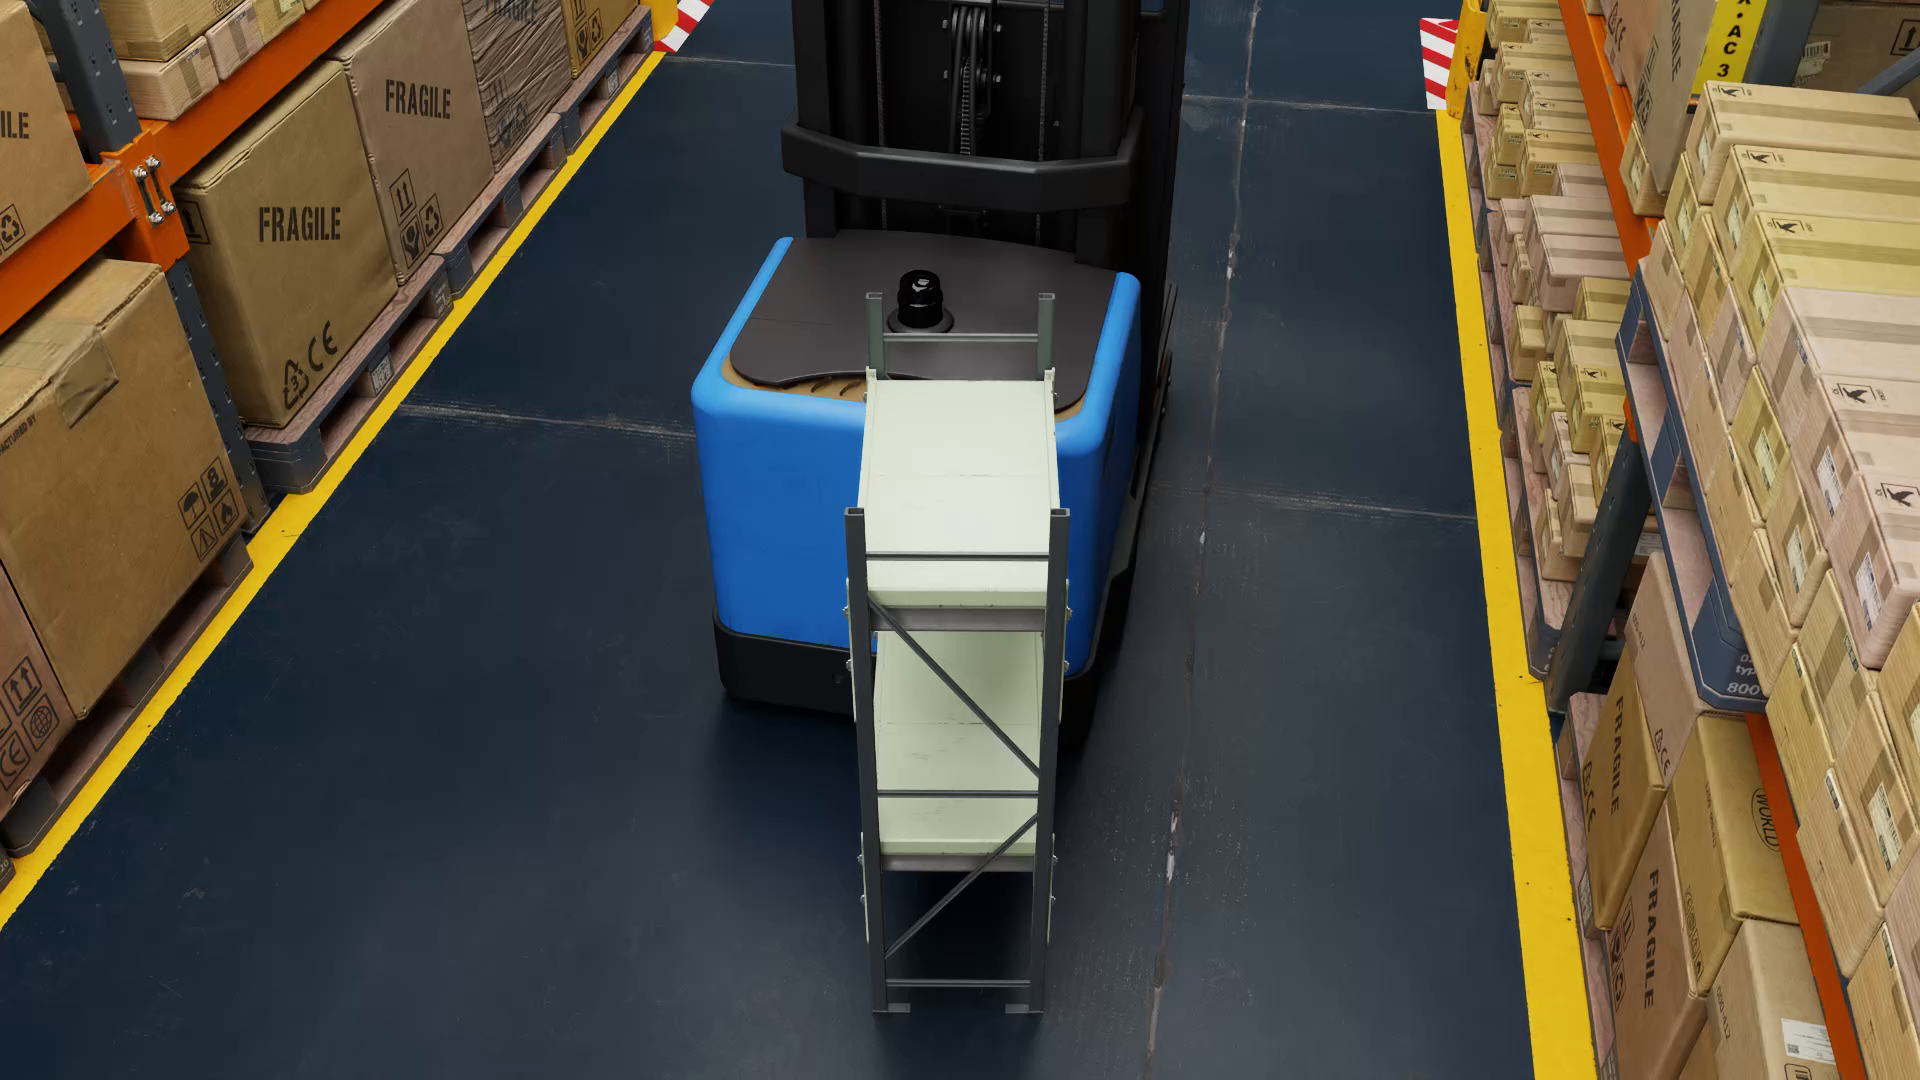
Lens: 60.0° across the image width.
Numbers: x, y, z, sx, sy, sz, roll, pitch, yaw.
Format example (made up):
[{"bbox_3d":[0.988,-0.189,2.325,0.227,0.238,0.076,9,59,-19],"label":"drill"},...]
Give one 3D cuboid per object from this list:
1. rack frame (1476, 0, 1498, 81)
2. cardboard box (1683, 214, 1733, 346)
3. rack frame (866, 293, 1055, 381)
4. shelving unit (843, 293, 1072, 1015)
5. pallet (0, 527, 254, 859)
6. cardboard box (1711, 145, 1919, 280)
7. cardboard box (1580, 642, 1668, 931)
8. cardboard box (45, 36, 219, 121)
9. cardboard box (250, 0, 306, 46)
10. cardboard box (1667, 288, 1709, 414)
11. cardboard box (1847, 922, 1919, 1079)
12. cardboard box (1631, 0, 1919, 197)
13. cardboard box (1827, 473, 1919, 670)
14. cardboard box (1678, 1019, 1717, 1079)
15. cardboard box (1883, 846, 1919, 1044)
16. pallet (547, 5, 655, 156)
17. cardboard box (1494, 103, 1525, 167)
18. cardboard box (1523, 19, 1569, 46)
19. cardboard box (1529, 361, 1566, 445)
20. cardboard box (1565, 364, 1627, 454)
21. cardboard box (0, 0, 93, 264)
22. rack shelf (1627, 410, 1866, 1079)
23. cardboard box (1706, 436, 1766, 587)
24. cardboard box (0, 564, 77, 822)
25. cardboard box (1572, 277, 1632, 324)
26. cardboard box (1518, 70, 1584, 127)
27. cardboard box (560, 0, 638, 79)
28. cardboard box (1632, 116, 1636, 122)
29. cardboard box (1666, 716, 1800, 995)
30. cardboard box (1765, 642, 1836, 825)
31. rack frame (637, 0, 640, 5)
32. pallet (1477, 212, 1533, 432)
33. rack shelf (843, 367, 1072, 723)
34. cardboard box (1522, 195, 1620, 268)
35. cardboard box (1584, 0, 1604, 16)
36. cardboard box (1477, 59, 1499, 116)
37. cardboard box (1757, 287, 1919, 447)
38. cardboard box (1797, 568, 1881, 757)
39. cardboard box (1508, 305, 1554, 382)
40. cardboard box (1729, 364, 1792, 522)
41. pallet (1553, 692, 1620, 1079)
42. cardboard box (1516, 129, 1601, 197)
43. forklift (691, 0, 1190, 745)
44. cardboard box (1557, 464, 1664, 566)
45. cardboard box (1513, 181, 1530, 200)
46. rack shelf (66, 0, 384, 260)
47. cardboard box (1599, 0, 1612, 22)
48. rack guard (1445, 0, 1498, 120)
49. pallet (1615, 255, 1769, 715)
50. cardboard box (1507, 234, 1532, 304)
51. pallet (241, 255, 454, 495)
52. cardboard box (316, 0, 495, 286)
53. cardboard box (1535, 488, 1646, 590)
[{"bbox_3d":[2.840,-3.162,6.720,1.000,3.000,0.127,6,40,8],"label":"rack frame"},{"bbox_3d":[1.584,-0.472,3.100,0.380,0.149,0.250,6,40,7],"label":"cardboard box"},{"bbox_3d":[0.001,0.061,3.999,0.400,1.500,0.023,0,40,0],"label":"rack frame"},{"bbox_3d":[-0.002,0.294,3.717,0.431,1.500,0.755,0,40,0],"label":"shelving unit"},{"bbox_3d":[-2.779,0.306,4.715,1.003,0.211,1.213,6,40,8],"label":"pallet"},{"bbox_3d":[1.585,-0.573,2.990,0.380,0.149,0.250,7,40,9],"label":"cardboard box"},{"bbox_3d":[1.759,0.585,3.821,0.500,0.500,0.500,8,40,9],"label":"cardboard box"},{"bbox_3d":[-2.341,-1.314,4.682,0.380,0.149,0.250,6,40,8],"label":"cardboard box"},{"bbox_3d":[-2.250,-1.644,5.082,0.380,0.149,0.250,8,40,9],"label":"cardboard box"},{"bbox_3d":[1.585,-0.345,3.181,0.380,0.149,0.250,7,40,8],"label":"cardboard box"},{"bbox_3d":[1.316,0.629,2.002,0.380,0.149,0.250,8,40,9],"label":"cardboard box"},{"bbox_3d":[1.954,-1.139,3.962,0.500,0.500,0.500,6,40,8],"label":"cardboard box"},{"bbox_3d":[1.404,0.062,2.221,0.380,0.149,0.250,8,40,9],"label":"cardboard box"},{"bbox_3d":[1.592,1.247,3.020,0.500,0.500,0.500,7,40,8],"label":"cardboard box"},{"bbox_3d":[1.314,0.509,1.914,0.380,0.149,0.250,7,40,9],"label":"cardboard box"},{"bbox_3d":[-2.088,-2.187,7.729,1.003,0.211,1.213,6,40,8],"label":"pallet"},{"bbox_3d":[2.288,-1.561,6.458,0.380,0.149,0.250,8,40,9],"label":"cardboard box"},{"bbox_3d":[2.486,-1.976,6.727,0.380,0.149,0.250,7,40,8],"label":"cardboard box"},{"bbox_3d":[1.953,-0.403,5.058,0.380,0.149,0.250,5,40,6],"label":"cardboard box"},{"bbox_3d":[1.959,-0.360,4.773,0.380,0.149,0.250,7,40,8],"label":"cardboard box"},{"bbox_3d":[-2.531,-0.977,3.999,0.500,0.500,0.500,7,40,8],"label":"cardboard box"},{"bbox_3d":[1.802,0.881,2.395,1.077,0.370,4.000,6,40,8],"label":"rack shelf"},{"bbox_3d":[1.493,-0.031,2.801,0.380,0.149,0.250,7,40,8],"label":"cardboard box"},{"bbox_3d":[-2.964,0.360,3.798,1.225,0.875,0.875,5,40,6],"label":"cardboard box"},{"bbox_3d":[2.116,-0.672,5.149,0.380,0.149,0.250,8,40,9],"label":"cardboard box"},{"bbox_3d":[2.355,-1.668,6.354,0.380,0.149,0.250,5,40,5],"label":"cardboard box"},{"bbox_3d":[-2.059,-2.704,7.505,0.875,0.875,0.875,6,40,8],"label":"cardboard box"},{"bbox_3d":[2.010,-1.094,4.417,0.380,0.149,0.250,8,40,9],"label":"cardboard box"},{"bbox_3d":[1.671,0.630,3.177,0.500,0.250,0.500,7,40,9],"label":"cardboard box"},{"bbox_3d":[1.406,0.300,2.400,0.380,0.149,0.250,6,40,7],"label":"cardboard box"},{"bbox_3d":[-2.027,-3.772,7.458,1.000,3.000,0.127,6,40,8],"label":"rack frame"},{"bbox_3d":[2.438,-0.770,6.015,1.003,0.211,1.213,6,40,8],"label":"pallet"},{"bbox_3d":[-0.002,-0.007,3.468,0.431,0.370,0.720,0,40,0],"label":"rack shelf"},{"bbox_3d":[2.107,-1.022,5.573,0.380,0.149,0.250,5,40,6],"label":"cardboard box"},{"bbox_3d":[2.167,-1.749,5.208,0.380,0.149,0.250,7,40,9],"label":"cardboard box"},{"bbox_3d":[2.435,-1.931,7.140,0.380,0.149,0.250,7,40,9],"label":"cardboard box"},{"bbox_3d":[1.492,-0.256,2.607,0.380,0.149,0.250,6,40,7],"label":"cardboard box"},{"bbox_3d":[1.405,0.190,2.301,0.380,0.149,0.250,6,40,7],"label":"cardboard box"},{"bbox_3d":[2.060,-0.648,5.587,0.380,0.149,0.250,6,40,8],"label":"cardboard box"},{"bbox_3d":[1.496,-0.146,2.707,0.380,0.149,0.250,5,40,6],"label":"cardboard box"},{"bbox_3d":[2.015,0.912,3.981,1.003,0.211,1.213,6,40,8],"label":"pallet"},{"bbox_3d":[2.207,-1.335,5.951,0.380,0.149,0.250,7,40,8],"label":"cardboard box"},{"bbox_3d":[0.129,-1.523,4.791,1.130,2.935,3.031,8,40,9],"label":"forklift"},{"bbox_3d":[1.890,-0.062,4.645,0.380,0.149,0.250,7,40,9],"label":"cardboard box"},{"bbox_3d":[2.331,-1.282,6.355,0.380,0.149,0.250,6,40,8],"label":"cardboard box"},{"bbox_3d":[-2.373,-2.240,6.169,1.077,0.370,4.000,6,40,8],"label":"rack shelf"},{"bbox_3d":[2.132,-1.777,4.733,0.500,0.500,0.500,6,40,7],"label":"cardboard box"},{"bbox_3d":[2.827,-2.151,7.459,1.175,0.500,0.348,6,40,8],"label":"rack guard"},{"bbox_3d":[1.873,-0.114,3.184,1.003,0.211,1.213,6,40,8],"label":"pallet"},{"bbox_3d":[2.180,-0.959,5.964,0.380,0.149,0.250,6,40,8],"label":"cardboard box"},{"bbox_3d":[-2.511,-0.655,5.877,1.003,0.211,1.213,6,40,8],"label":"pallet"},{"bbox_3d":[-2.371,-1.575,6.139,0.875,0.875,0.875,6,40,8],"label":"cardboard box"},{"bbox_3d":[1.881,0.002,4.801,0.380,0.149,0.250,7,40,8],"label":"cardboard box"}]
